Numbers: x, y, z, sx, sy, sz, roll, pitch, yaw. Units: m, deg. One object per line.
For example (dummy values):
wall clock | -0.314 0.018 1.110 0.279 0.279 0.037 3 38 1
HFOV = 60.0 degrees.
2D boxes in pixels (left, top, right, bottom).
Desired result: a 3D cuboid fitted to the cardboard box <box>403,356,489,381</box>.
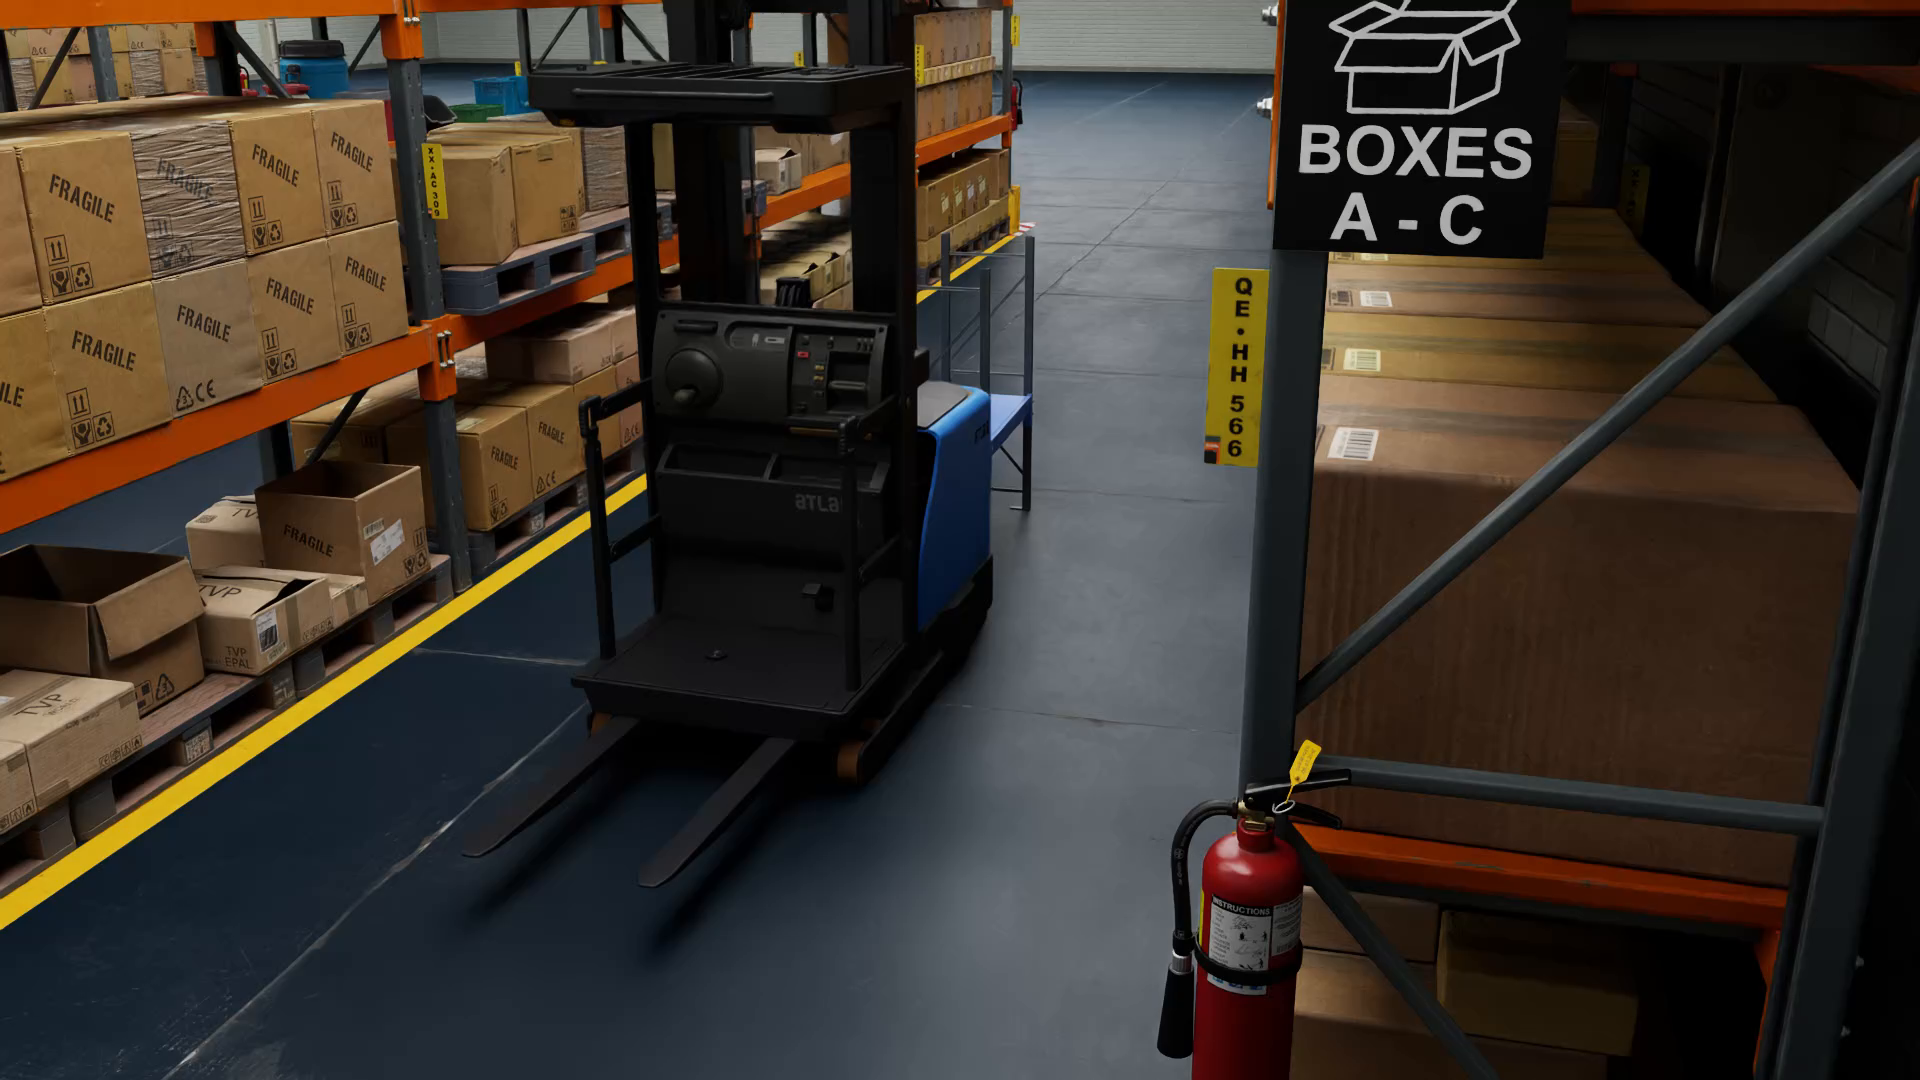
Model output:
cardboard box | -2.756 -0.728 9.365 0.500 0.500 0.500 5 19 14

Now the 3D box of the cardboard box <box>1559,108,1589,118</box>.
cardboard box | 2.558 -1.822 7.575 0.500 0.250 0.500 4 19 12

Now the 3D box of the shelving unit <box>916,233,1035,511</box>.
shelving unit | 0.021 -0.736 8.523 0.538 1.500 1.048 5 19 13

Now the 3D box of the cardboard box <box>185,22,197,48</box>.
cardboard box | -9.418 -6.228 20.119 0.500 0.500 0.500 5 19 13

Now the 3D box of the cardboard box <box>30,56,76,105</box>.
cardboard box | -10.174 -4.983 18.021 0.875 0.500 0.500 5 19 13

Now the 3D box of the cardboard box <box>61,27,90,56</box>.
cardboard box | -9.901 -5.601 18.282 0.500 0.500 0.500 5 19 13

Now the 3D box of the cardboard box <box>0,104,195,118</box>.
cardboard box | -3.364 -1.447 6.582 0.500 0.500 0.500 4 19 12

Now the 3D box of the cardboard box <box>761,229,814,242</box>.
cardboard box | -1.491 -2.456 13.973 0.500 0.311 0.500 4 19 12

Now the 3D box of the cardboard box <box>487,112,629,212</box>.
cardboard box | -2.326 -2.236 9.789 0.700 0.500 0.500 9 21 24

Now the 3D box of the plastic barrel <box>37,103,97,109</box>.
plastic barrel | -6.856 -3.094 12.894 0.600 0.536 0.708 5 19 13

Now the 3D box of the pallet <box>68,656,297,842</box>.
pallet | -3.315 0.704 6.299 1.003 0.211 1.213 5 19 13

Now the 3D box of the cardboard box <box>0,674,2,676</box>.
cardboard box | -3.672 0.647 5.725 0.500 0.250 0.500 5 19 13

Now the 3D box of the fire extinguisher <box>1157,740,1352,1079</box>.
fire extinguisher | 0.493 0.654 2.830 0.296 0.674 0.183 5 19 13

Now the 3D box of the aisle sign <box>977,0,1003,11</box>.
aisle sign | 0.383 -6.203 18.185 0.394 0.787 0.004 5 19 13

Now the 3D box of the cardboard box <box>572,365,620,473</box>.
cardboard box | -2.247 -0.696 9.270 0.500 0.500 0.500 5 19 14

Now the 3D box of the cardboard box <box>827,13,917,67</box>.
cardboard box | -0.793 -4.522 15.125 0.700 0.500 0.500 5 19 14

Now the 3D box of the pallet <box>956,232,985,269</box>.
pallet | -0.365 -3.031 17.236 1.003 0.211 1.213 5 19 13

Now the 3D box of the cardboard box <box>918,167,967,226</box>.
cardboard box | -0.234 -3.408 16.468 0.500 0.500 0.500 5 19 13

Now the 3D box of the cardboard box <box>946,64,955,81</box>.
cardboard box | -0.267 -4.630 16.445 0.380 0.149 0.250 4 19 13

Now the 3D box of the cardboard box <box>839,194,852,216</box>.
cardboard box | -0.861 -3.292 16.130 0.500 0.500 0.500 5 19 13

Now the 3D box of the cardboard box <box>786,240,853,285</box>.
cardboard box | -1.088 -2.258 13.394 0.500 0.311 0.500 4 19 13

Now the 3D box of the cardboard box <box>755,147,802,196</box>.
cardboard box | -1.466 -2.691 12.062 0.500 0.311 0.500 4 19 13

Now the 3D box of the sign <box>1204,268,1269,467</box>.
sign | 0.454 -0.277 2.701 0.100 0.325 0.005 5 19 13

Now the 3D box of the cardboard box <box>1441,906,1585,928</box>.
cardboard box | 1.173 1.030 4.249 0.700 0.500 0.500 5 19 13

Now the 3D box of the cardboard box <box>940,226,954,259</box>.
cardboard box | -0.361 -2.897 16.132 0.500 0.250 0.500 5 19 13

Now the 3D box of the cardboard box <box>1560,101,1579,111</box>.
cardboard box | 2.690 -1.985 8.053 0.500 0.250 0.500 4 19 12

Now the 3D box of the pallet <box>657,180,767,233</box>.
pallet | -1.970 -2.159 10.664 1.213 0.211 1.003 5 19 13

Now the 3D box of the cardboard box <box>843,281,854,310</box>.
cardboard box | -1.091 -1.988 13.471 0.500 0.250 0.500 5 20 14

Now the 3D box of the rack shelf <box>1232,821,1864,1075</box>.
rack shelf | 1.466 0.143 4.740 1.077 0.370 4.000 5 19 13

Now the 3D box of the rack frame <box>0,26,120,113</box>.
rack frame | -6.675 -2.860 12.420 1.000 3.000 0.127 5 19 13

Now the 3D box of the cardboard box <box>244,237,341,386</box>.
cardboard box | -2.848 -0.923 6.593 0.500 0.500 0.500 5 20 15

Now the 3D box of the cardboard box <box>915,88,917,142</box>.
cardboard box | -0.793 -3.908 15.335 0.700 0.500 0.500 4 19 12

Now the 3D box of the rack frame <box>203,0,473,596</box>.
rack frame | -2.850 -1.214 7.601 1.000 3.000 0.127 5 19 13

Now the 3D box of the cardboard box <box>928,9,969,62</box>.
cardboard box | -0.303 -5.151 16.966 0.700 0.500 0.500 5 19 14

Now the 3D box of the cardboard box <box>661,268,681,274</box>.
cardboard box | -1.984 -1.814 12.095 0.500 0.311 0.500 5 20 15

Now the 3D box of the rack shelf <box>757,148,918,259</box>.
rack shelf | -1.384 -2.754 13.223 1.077 0.370 4.000 5 19 13

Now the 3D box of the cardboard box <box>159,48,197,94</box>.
cardboard box | -9.690 -5.610 19.857 0.875 0.500 0.500 5 19 13

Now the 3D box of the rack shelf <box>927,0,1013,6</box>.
rack shelf | -0.407 -5.427 16.409 1.077 0.370 4.000 5 19 13

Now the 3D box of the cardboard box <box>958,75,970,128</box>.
cardboard box | -0.295 -4.557 17.234 0.700 0.500 0.500 5 19 14

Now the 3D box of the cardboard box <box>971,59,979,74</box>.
cardboard box | -0.015 -4.954 17.392 0.380 0.149 0.250 5 19 14

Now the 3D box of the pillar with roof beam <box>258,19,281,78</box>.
pillar with roof beam | -14.953 -16.806 43.970 9.100 9.000 0.400 5 19 13

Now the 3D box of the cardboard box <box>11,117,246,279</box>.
cardboard box | -2.968 -1.237 5.966 0.500 0.500 0.500 5 19 14

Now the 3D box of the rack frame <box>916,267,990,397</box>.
rack frame | -0.103 -0.577 8.057 0.500 1.500 0.032 5 19 13

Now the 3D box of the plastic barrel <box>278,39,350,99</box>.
plastic barrel | -6.086 -4.254 15.725 0.600 0.901 0.708 5 19 13

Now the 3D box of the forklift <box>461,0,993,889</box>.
forklift | -0.777 -0.638 6.022 1.130 2.935 3.031 6 20 16

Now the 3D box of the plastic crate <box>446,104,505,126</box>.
plastic crate | -5.092 -4.417 17.306 0.450 0.188 0.662 5 19 13

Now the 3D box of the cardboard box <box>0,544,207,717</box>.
cardboard box | -3.304 0.348 6.208 0.797 0.503 0.637 5 19 13

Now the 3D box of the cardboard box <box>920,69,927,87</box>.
cardboard box | -0.519 -4.304 15.491 0.380 0.149 0.250 4 19 12

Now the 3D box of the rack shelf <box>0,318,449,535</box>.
rack shelf | -3.339 -0.247 5.882 1.077 0.370 4.000 5 19 13

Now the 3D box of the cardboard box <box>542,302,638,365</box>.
cardboard box | -2.129 -1.197 9.578 0.500 0.250 0.500 4 19 12

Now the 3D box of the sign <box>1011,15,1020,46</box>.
sign | 0.605 -5.588 18.249 0.100 0.325 0.005 5 19 13

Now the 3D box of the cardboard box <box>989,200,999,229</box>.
cardboard box | 0.127 -3.524 17.967 0.500 0.250 0.500 5 19 13

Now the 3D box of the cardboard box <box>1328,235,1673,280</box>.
cardboard box | 1.622 -0.569 5.248 0.980 0.700 0.700 4 19 12

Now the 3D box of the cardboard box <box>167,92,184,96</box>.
cardboard box | -9.542 -5.296 19.942 0.380 0.149 0.250 5 19 13

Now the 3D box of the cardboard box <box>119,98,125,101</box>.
cardboard box | -9.786 -4.983 19.024 0.380 0.149 0.250 5 19 13

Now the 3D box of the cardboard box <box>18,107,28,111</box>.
cardboard box | -10.083 -4.507 17.631 0.380 0.149 0.250 5 19 13
